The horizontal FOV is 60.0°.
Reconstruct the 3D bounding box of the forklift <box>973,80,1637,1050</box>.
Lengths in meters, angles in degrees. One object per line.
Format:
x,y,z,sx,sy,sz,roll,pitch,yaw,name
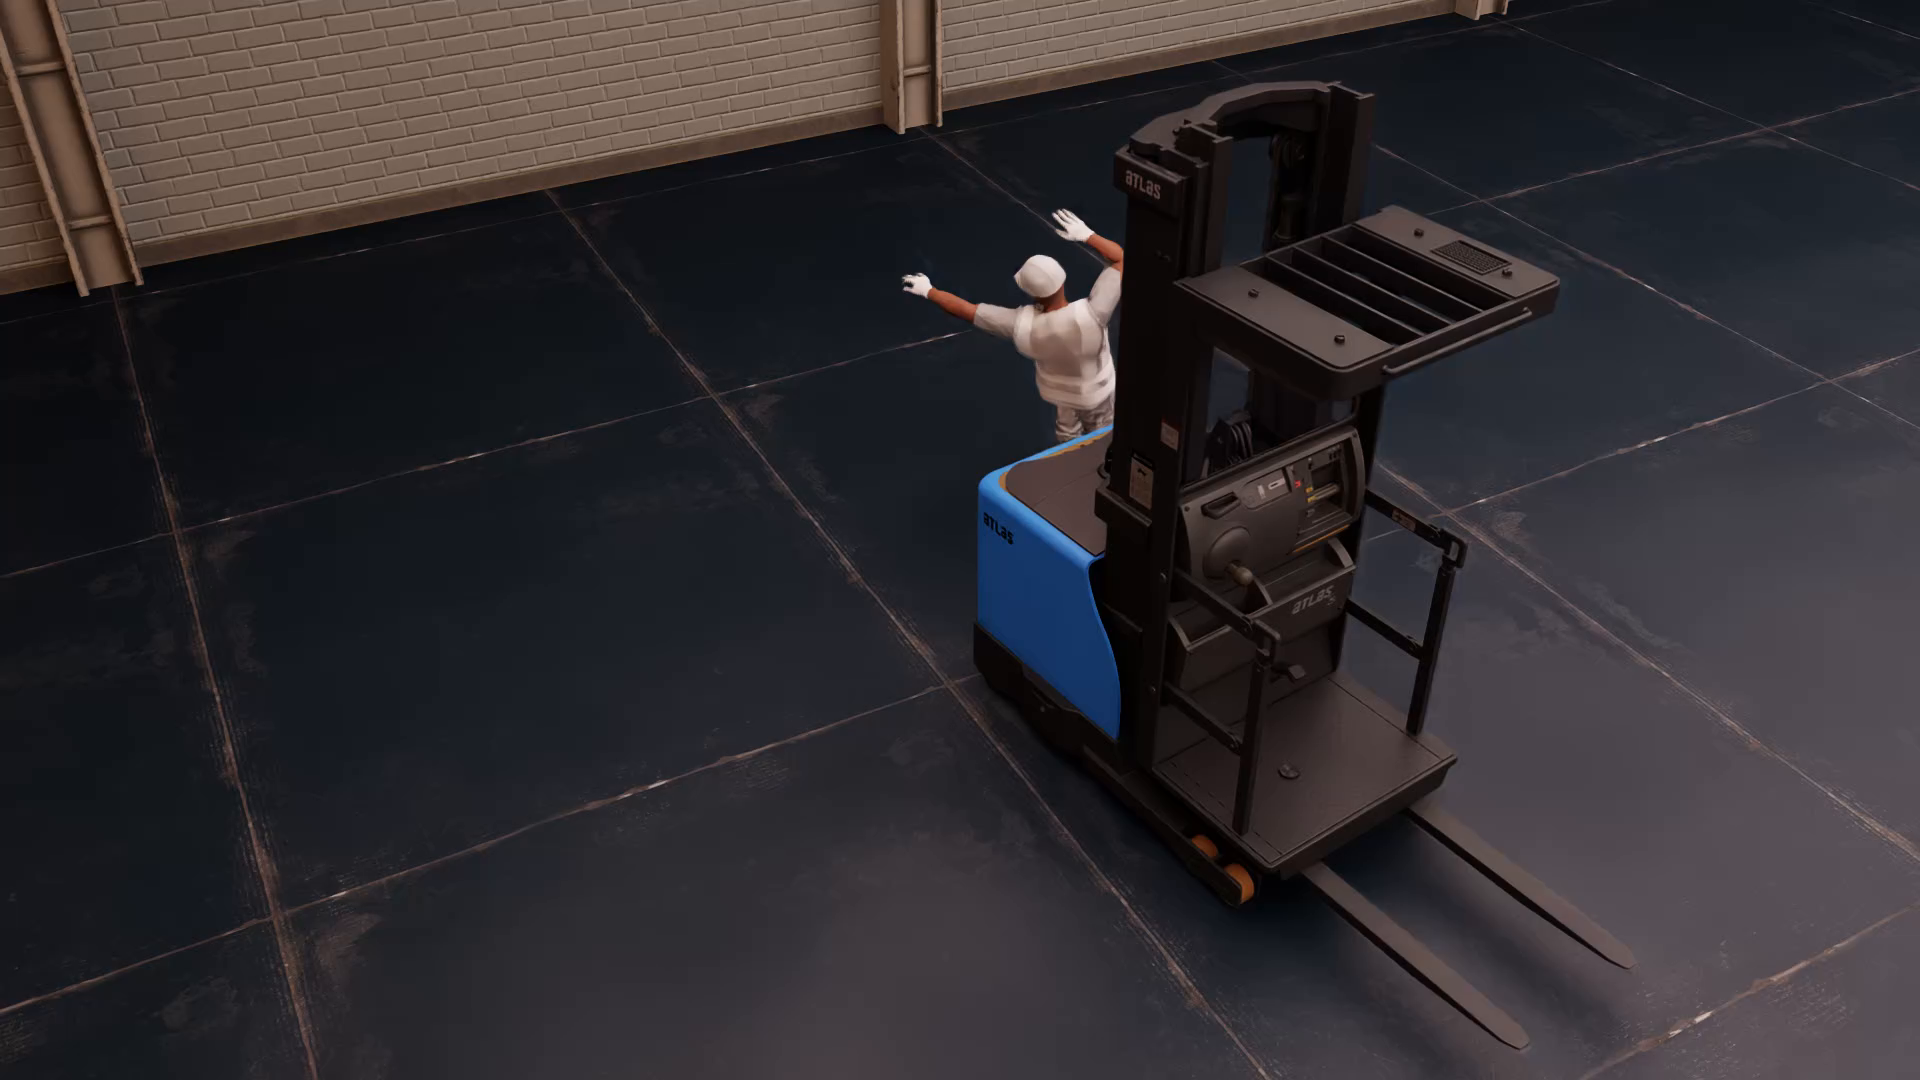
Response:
1.330,-0.066,6.217,1.130,2.935,3.031,-23,41,-28,forklift

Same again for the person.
0.345,-1.008,8.743,1.130,1.611,0.866,18,39,24,person
